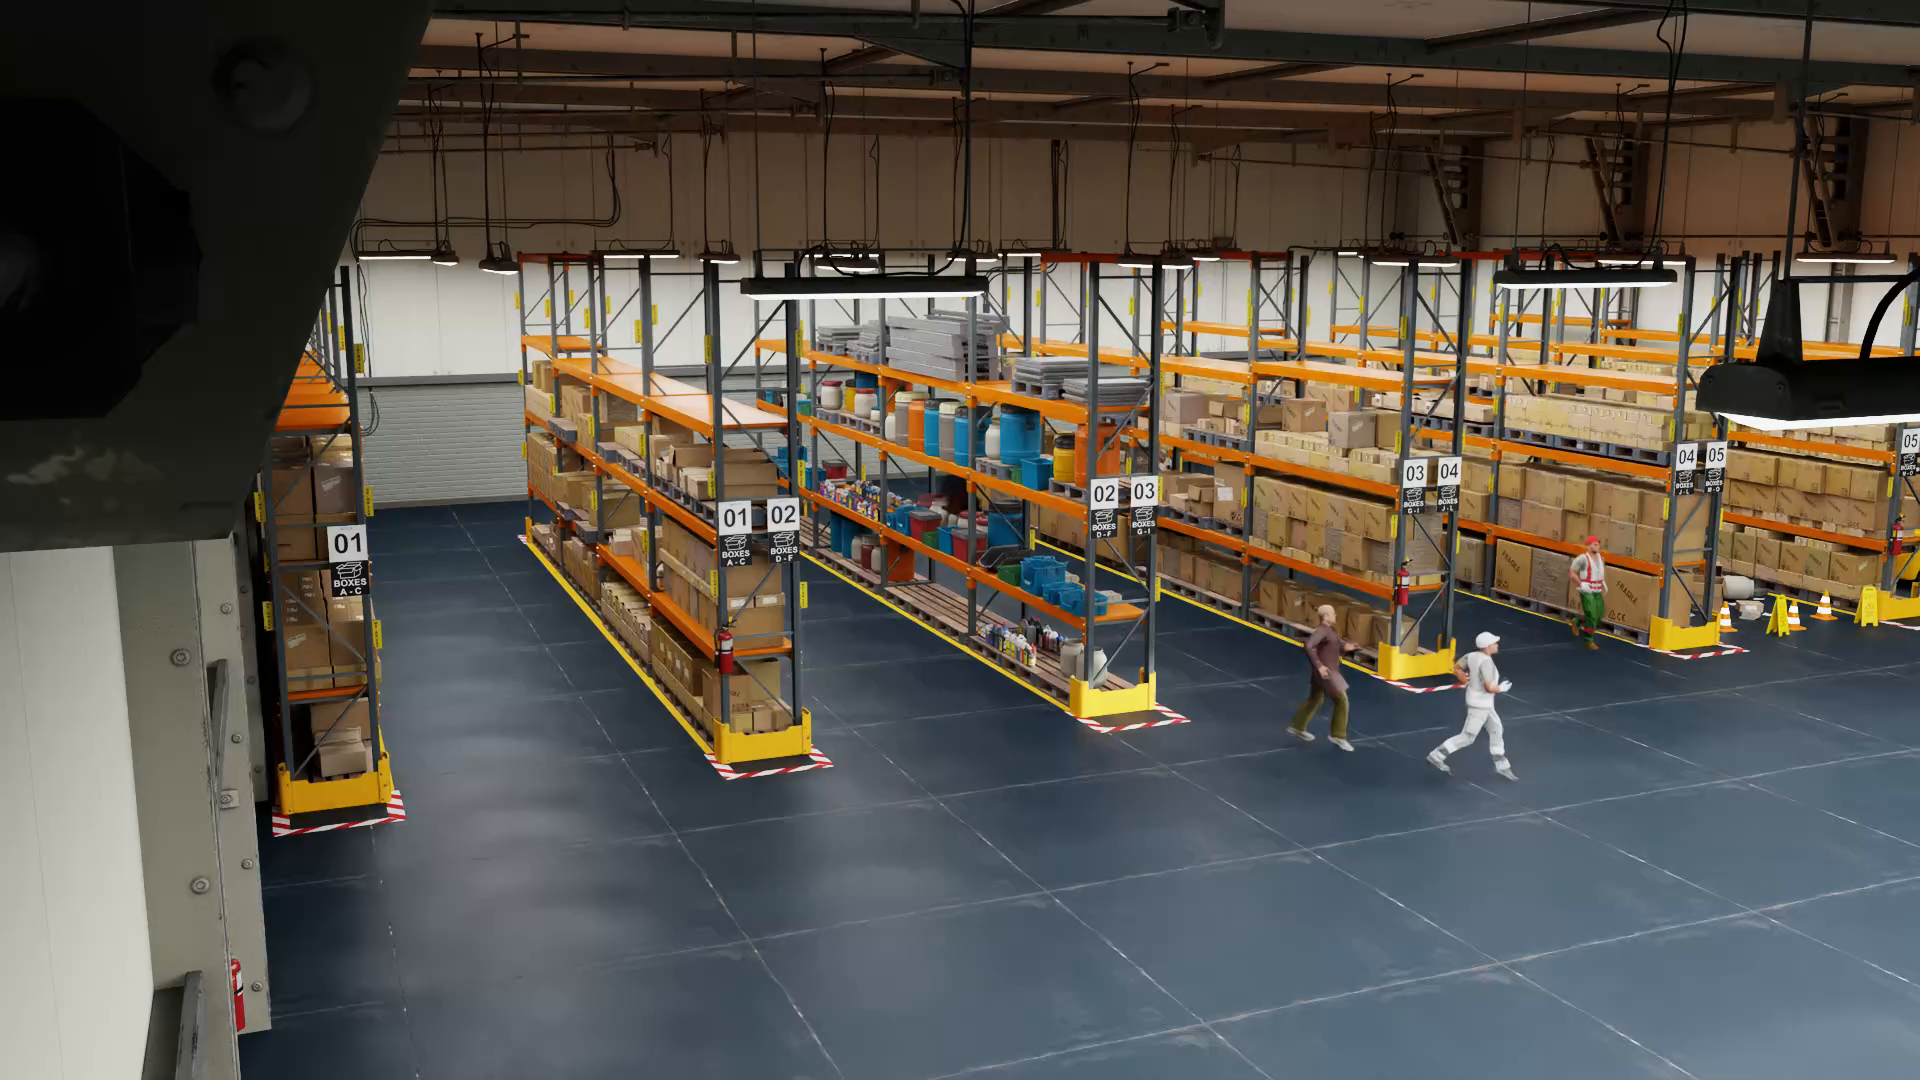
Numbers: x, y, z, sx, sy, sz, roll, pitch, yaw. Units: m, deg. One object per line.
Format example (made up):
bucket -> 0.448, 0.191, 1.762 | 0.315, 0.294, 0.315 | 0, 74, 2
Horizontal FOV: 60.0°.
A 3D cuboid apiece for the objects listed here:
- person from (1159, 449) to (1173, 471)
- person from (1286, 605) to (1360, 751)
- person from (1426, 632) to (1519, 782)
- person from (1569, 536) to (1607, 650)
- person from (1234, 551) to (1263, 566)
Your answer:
person -> 4.498, -1.270, 37.456 | 0.664, 1.651, 0.878 | -2, 11, -10
person -> 4.528, 1.713, 20.733 | 0.863, 1.849, 0.675 | 1, 10, 6
person -> 6.027, 1.965, 19.385 | 1.088, 1.818, 0.621 | 2, 11, 9
person -> 9.755, 0.792, 25.886 | 0.674, 1.759, 0.657 | -5, 11, -25
person -> 5.495, -0.224, 31.405 | 0.683, 1.748, 0.880 | -5, 11, -25
